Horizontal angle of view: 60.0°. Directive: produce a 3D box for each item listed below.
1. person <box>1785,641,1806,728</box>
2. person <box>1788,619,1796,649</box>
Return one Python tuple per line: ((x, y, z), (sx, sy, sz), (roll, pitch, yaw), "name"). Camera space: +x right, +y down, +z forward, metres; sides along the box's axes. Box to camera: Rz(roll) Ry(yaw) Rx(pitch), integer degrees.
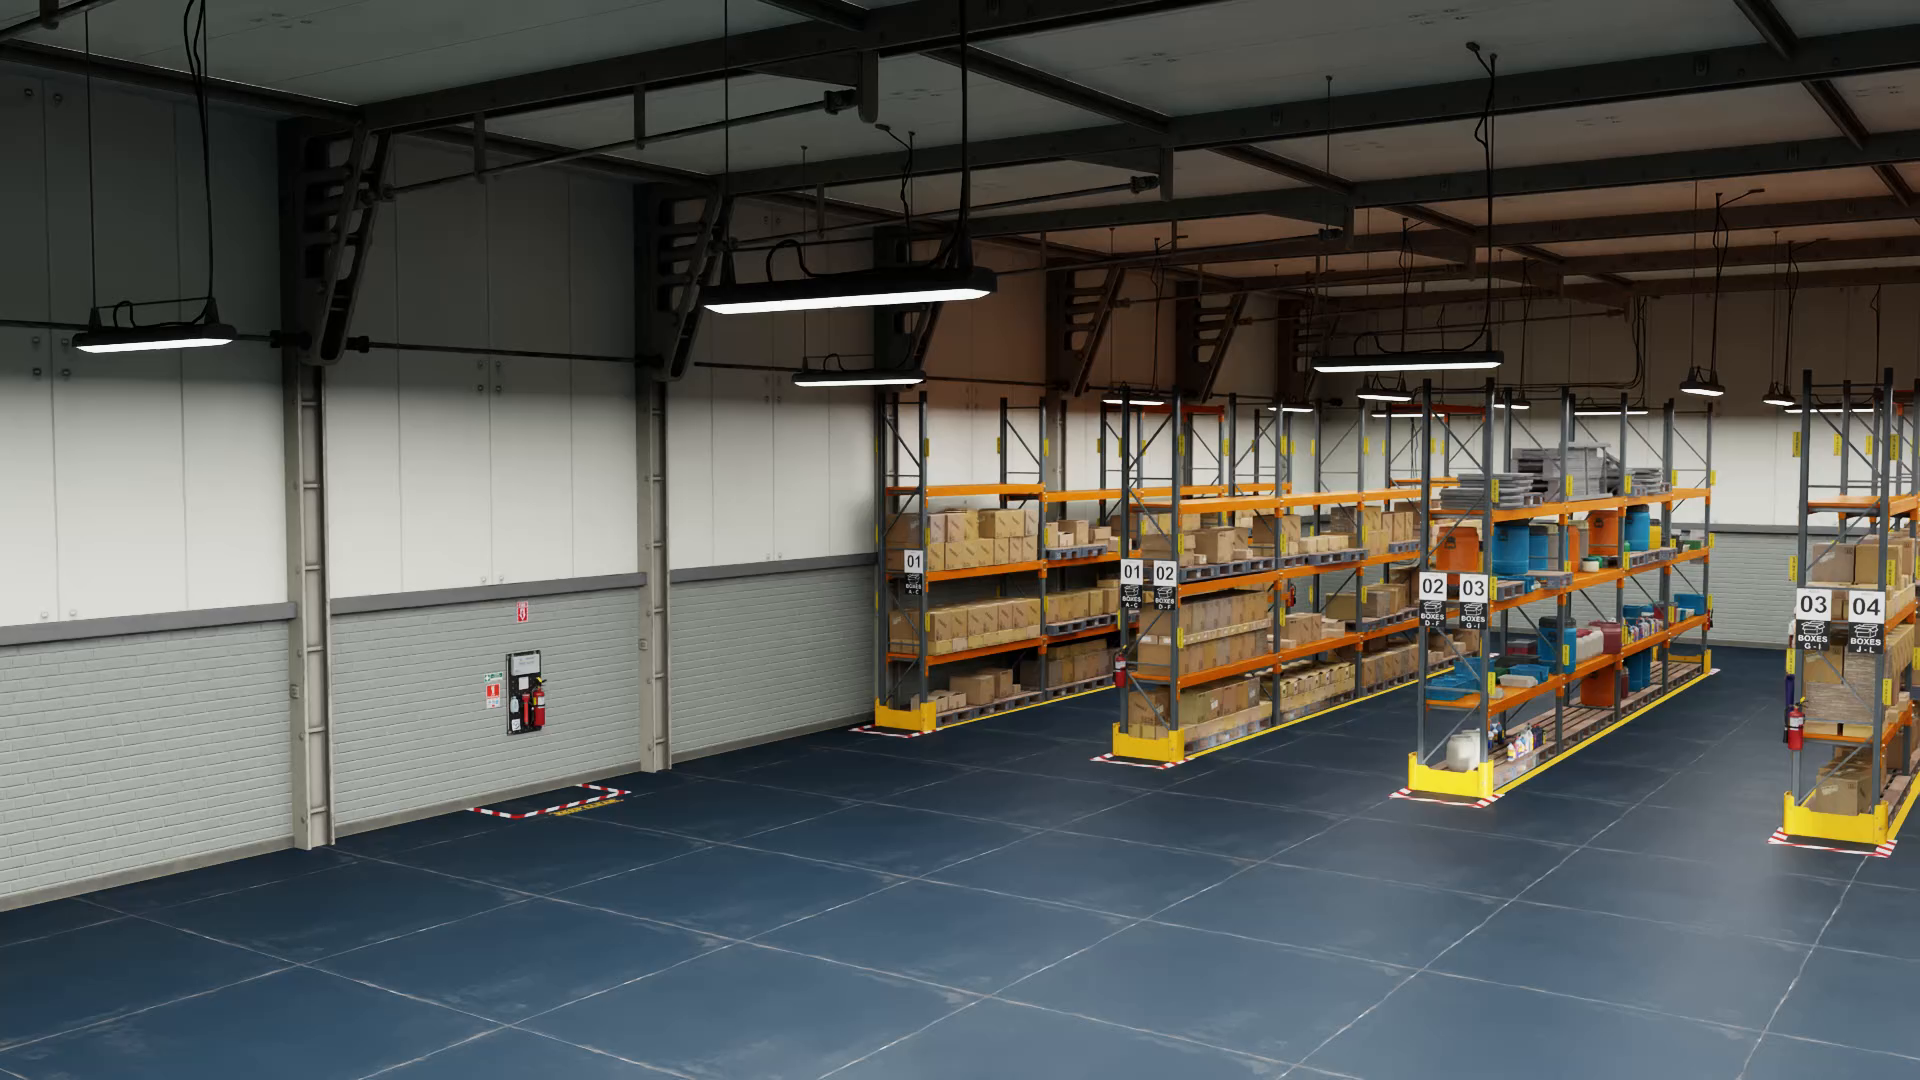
((14.923, 2.549, 29.581), (0.465, 1.588, 1.034), (2, 4, 31), "person")
((17.291, 2.231, 34.089), (0.612, 1.761, 0.508), (3, 4, 44), "person")
